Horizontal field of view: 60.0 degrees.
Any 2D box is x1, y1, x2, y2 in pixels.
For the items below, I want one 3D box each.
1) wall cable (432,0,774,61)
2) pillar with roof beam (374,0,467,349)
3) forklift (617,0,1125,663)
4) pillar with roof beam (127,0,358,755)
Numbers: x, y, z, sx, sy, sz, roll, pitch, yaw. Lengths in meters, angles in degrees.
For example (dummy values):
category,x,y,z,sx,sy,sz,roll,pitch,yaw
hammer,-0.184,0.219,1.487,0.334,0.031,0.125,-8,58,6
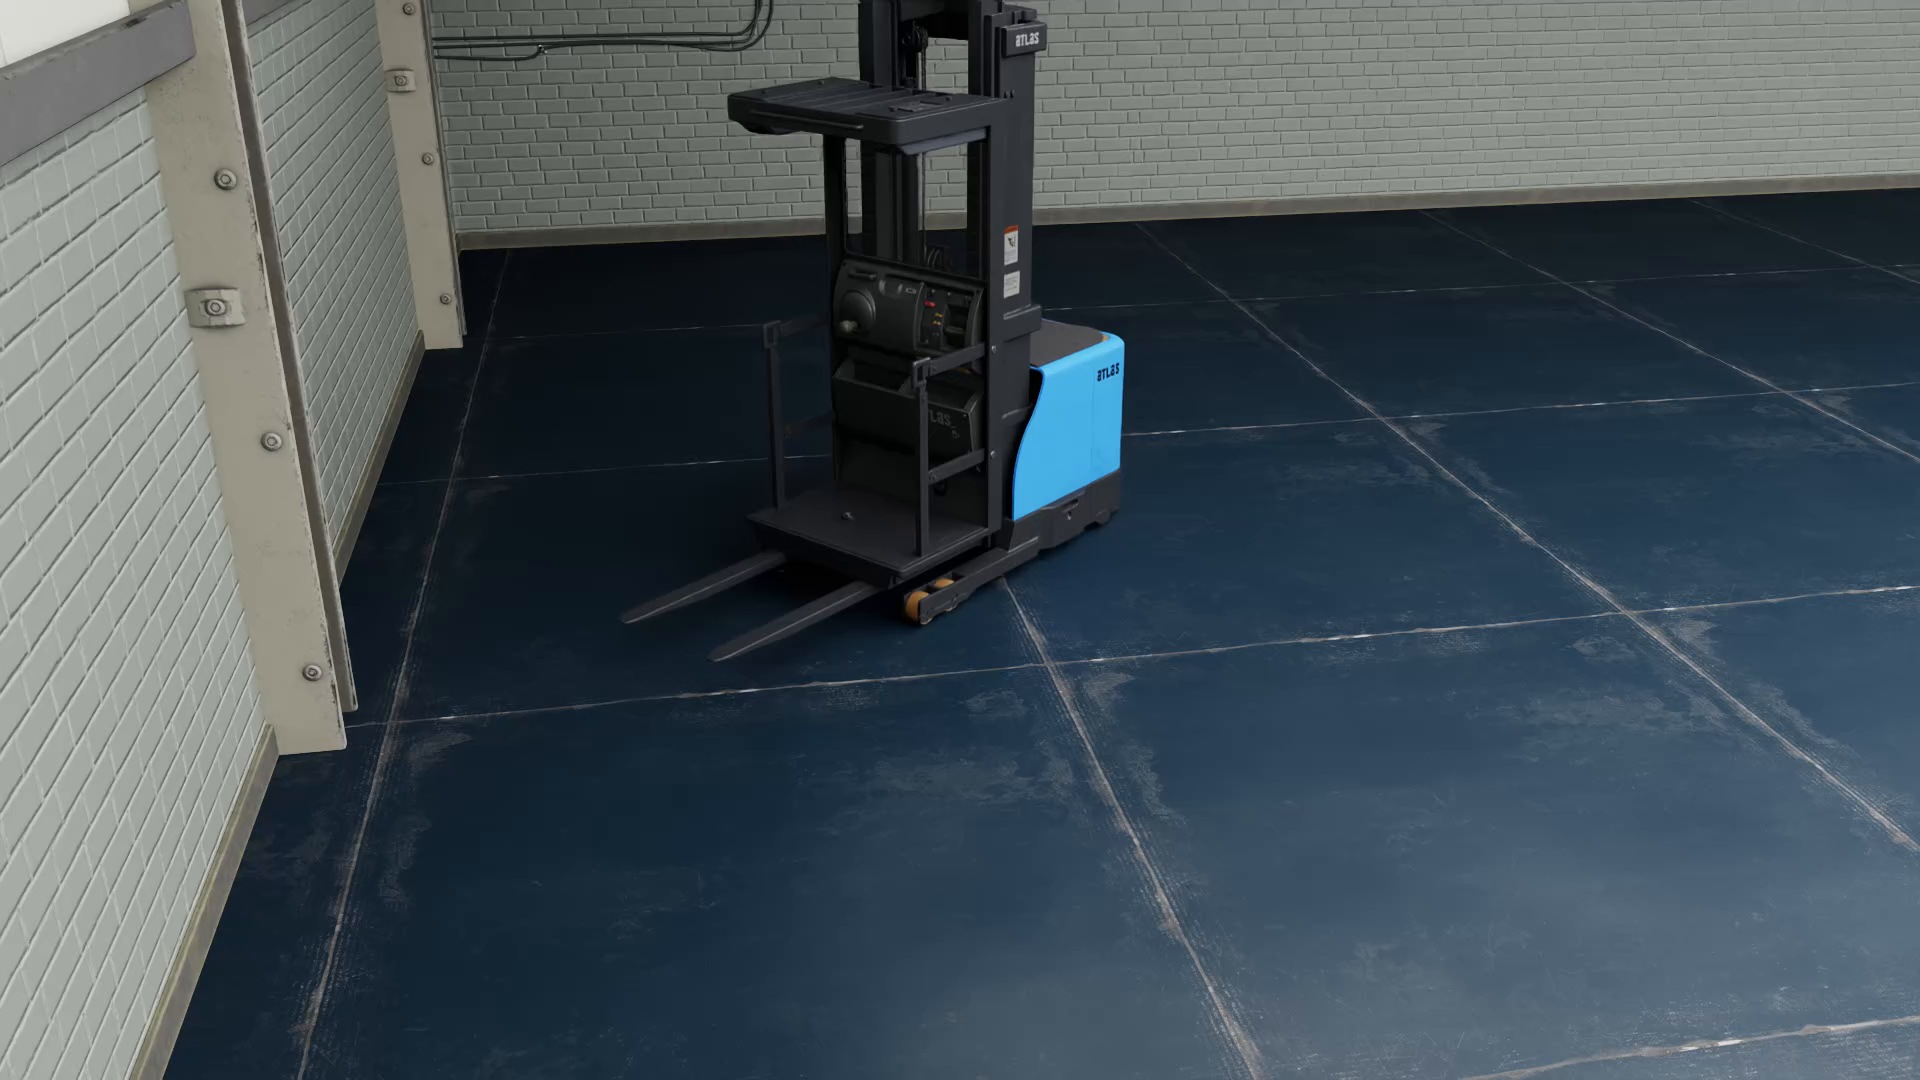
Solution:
category,x,y,z,sx,sy,sz,roll,pitch,yaw
wall cable,-3.199,-5.481,14.437,3.097,2.526,0.112,-4,24,-10
pillar with roof beam,0.277,-5.966,11.668,9.100,9.000,0.400,-4,24,-10
forklift,-0.401,-1.147,8.214,1.130,2.935,3.031,18,29,35
pillar with roof beam,1.386,-3.606,6.264,9.100,9.000,0.400,-4,24,-10
